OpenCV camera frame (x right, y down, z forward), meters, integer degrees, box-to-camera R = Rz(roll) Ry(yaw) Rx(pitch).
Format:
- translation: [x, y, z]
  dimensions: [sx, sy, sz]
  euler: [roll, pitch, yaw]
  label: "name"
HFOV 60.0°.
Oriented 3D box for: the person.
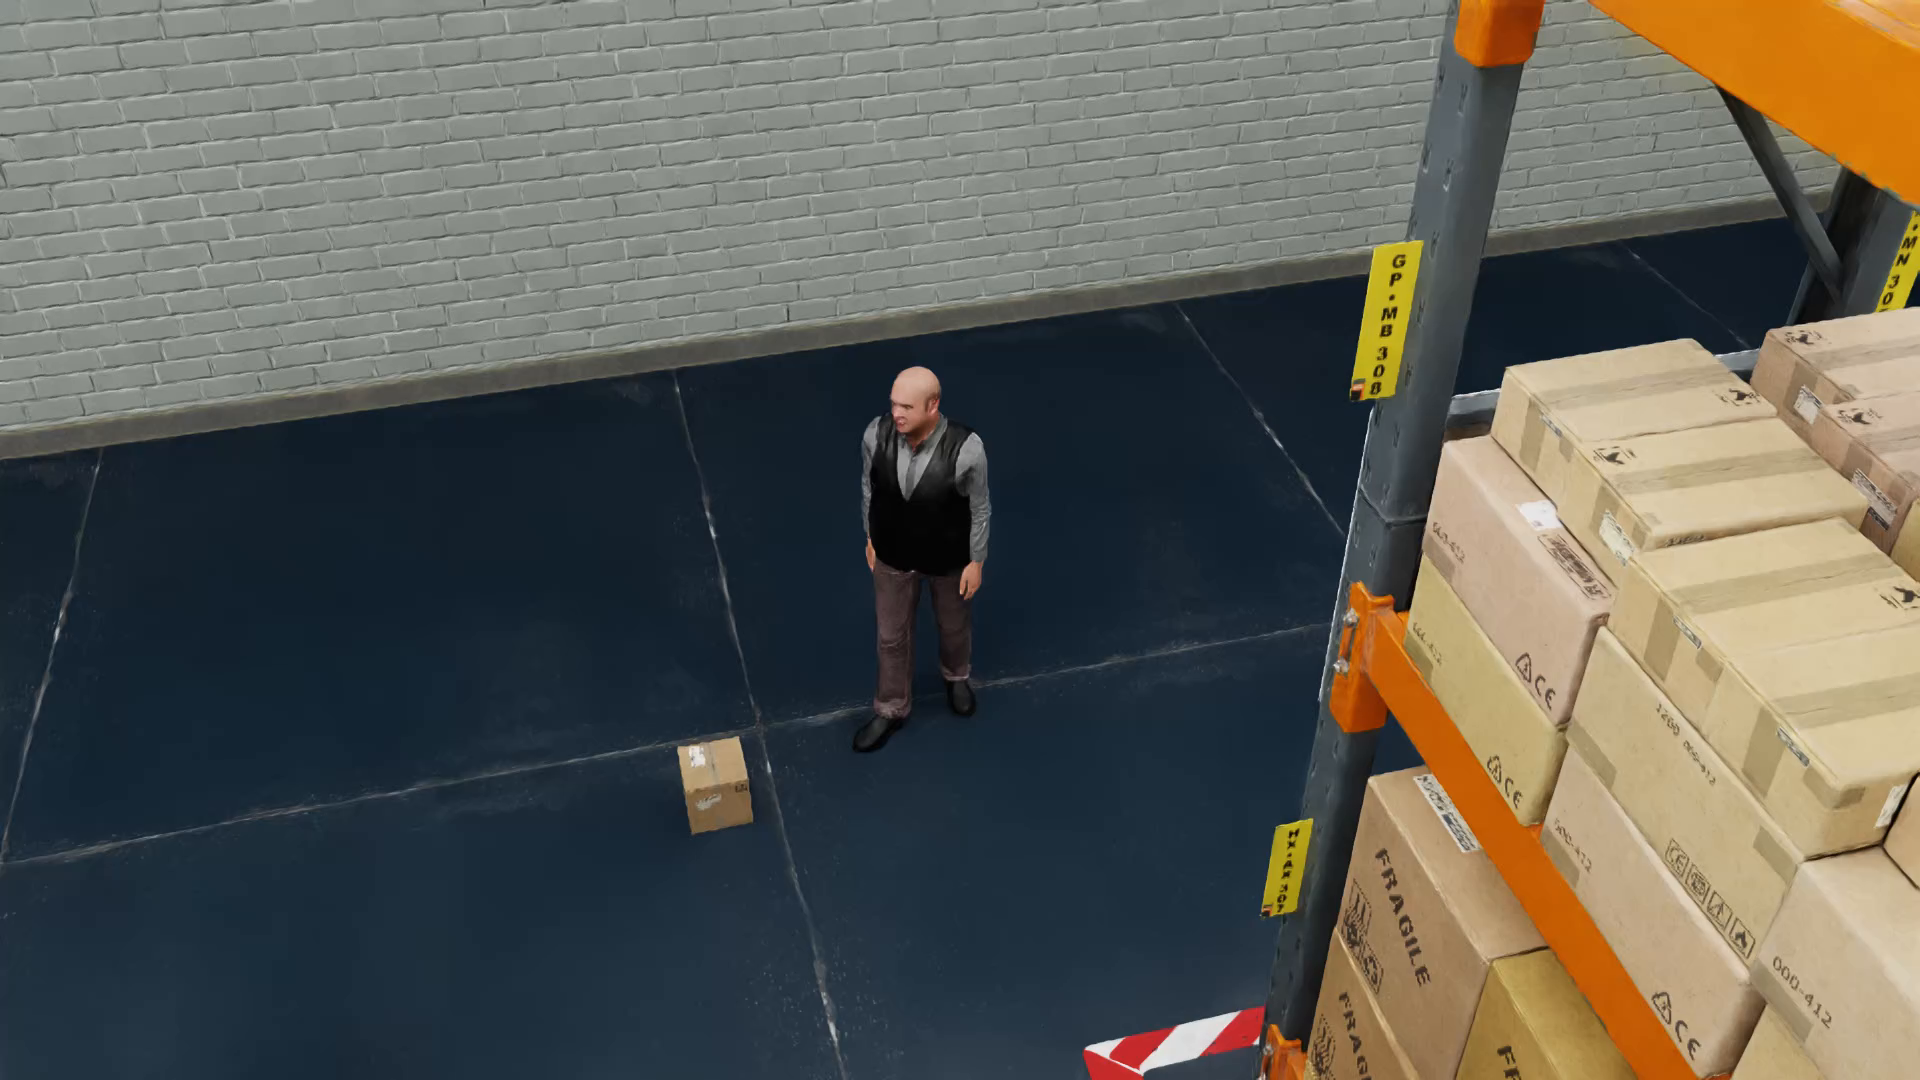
- translation: [-0.152, 0.081, 6.625]
  dimensions: [0.538, 1.723, 0.596]
  euler: [9, 39, 11]
  label: "person"
